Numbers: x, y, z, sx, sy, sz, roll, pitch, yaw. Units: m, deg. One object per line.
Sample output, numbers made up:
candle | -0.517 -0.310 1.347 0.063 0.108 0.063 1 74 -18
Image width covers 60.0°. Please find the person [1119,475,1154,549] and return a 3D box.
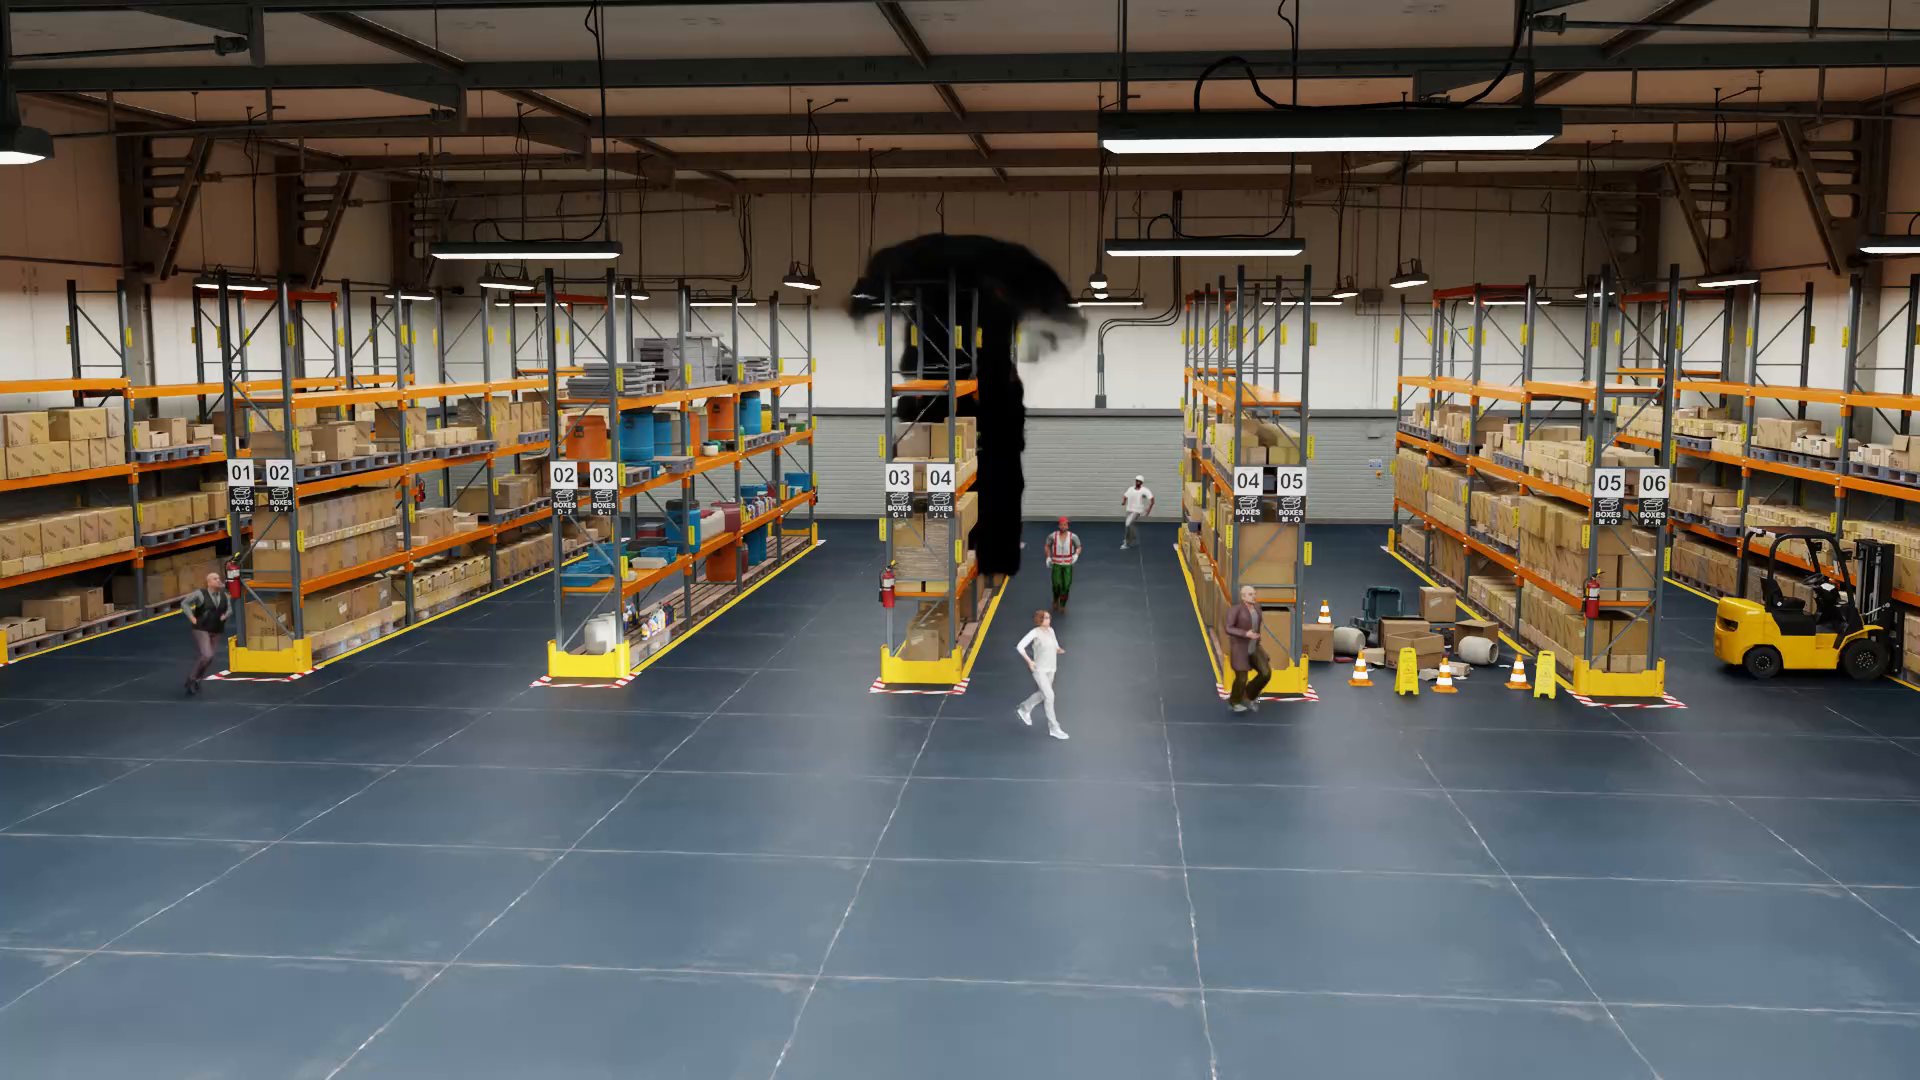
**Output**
person | 4.128 -0.656 39.611 0.740 1.772 0.749 -6 9 -40

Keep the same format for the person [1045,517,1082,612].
person | 1.887 0.453 30.329 0.668 1.749 0.583 0 7 1

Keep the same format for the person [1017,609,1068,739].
person | 1.034 1.656 20.932 0.895 1.583 0.537 6 9 42

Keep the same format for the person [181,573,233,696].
person | -10.657 1.313 23.564 0.662 1.694 0.706 5 8 33

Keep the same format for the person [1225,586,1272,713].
person | 3.816 1.499 22.049 0.713 1.635 0.742 -4 8 -27
